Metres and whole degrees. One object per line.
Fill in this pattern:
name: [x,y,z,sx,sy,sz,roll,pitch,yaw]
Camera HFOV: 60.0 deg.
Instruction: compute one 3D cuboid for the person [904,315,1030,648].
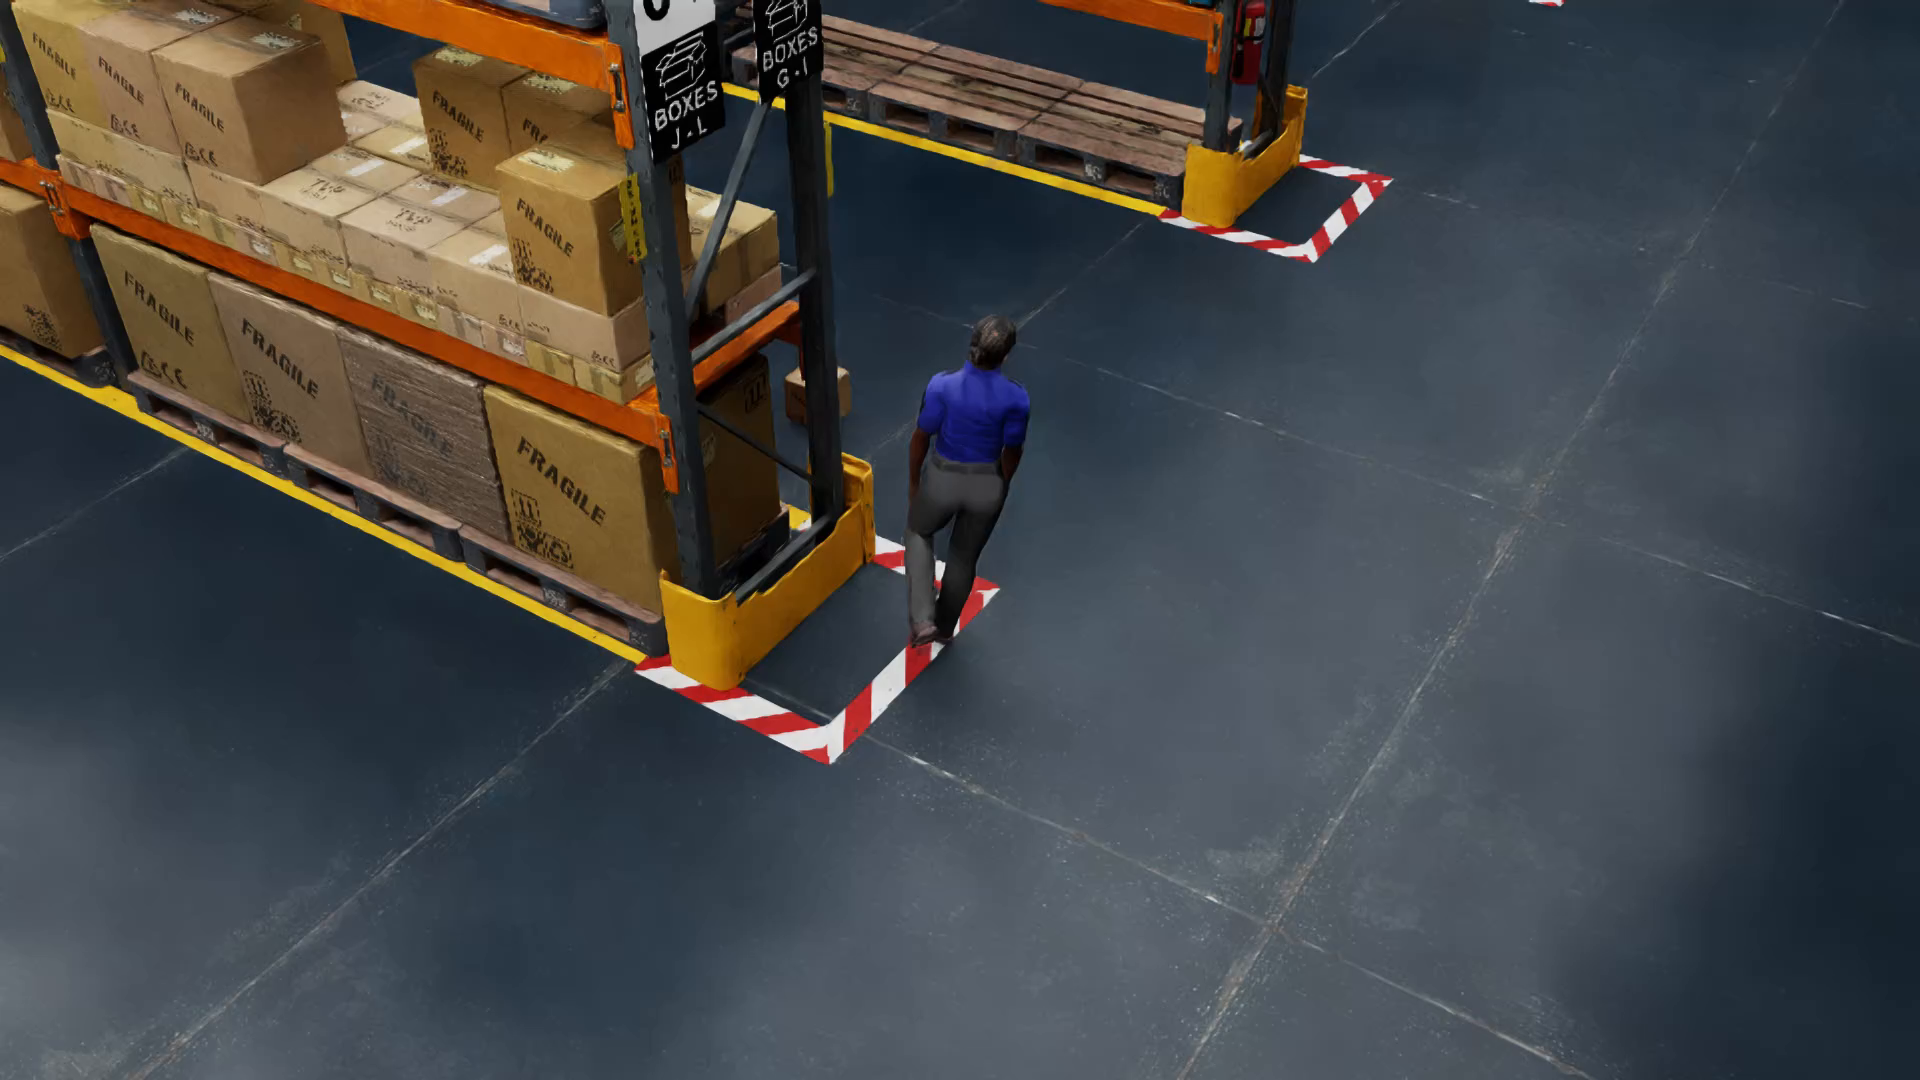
person: [0.020,-0.185,6.920,0.525,1.631,0.537,-1,39,-1]
